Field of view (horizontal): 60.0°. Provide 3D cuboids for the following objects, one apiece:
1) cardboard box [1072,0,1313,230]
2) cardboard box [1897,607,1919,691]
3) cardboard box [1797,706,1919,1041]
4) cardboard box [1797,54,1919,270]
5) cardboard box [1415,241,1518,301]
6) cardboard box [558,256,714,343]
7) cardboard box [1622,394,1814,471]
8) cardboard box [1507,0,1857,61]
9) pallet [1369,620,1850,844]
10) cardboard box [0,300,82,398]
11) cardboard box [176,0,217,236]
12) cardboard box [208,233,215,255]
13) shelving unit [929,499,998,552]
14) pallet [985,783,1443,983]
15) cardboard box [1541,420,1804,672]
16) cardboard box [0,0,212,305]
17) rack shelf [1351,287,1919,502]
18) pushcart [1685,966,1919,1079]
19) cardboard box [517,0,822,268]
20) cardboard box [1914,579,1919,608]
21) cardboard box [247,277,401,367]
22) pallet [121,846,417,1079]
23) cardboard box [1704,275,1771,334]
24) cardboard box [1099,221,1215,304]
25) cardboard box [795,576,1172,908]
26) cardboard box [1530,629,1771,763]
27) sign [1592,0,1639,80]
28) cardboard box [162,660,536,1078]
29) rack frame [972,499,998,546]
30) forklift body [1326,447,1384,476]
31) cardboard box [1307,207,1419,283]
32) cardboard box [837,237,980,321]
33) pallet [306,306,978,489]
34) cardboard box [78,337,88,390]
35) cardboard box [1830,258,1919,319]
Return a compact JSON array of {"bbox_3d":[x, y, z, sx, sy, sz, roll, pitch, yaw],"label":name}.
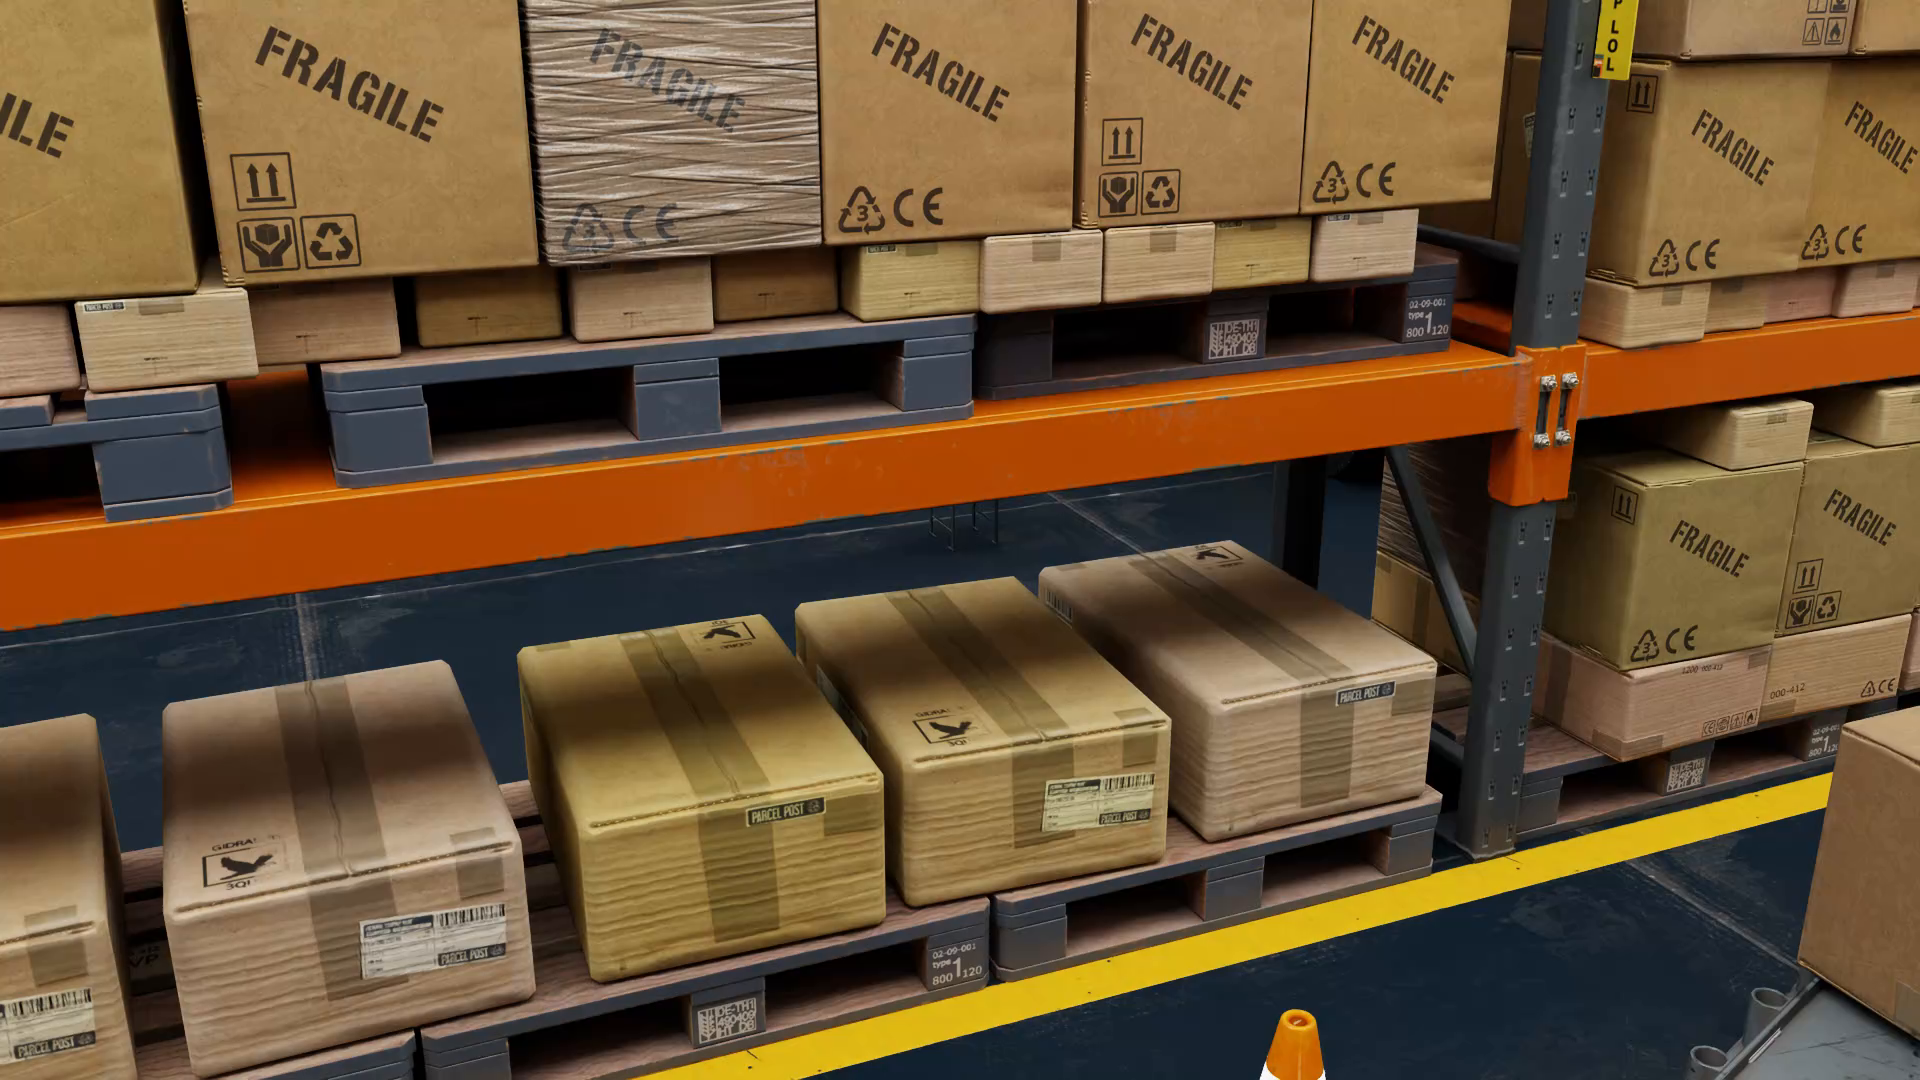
[{"bbox_3d":[0.373,-0.947,3.464,0.500,0.500,0.500,-8,21,-22],"label":"cardboard box"},{"bbox_3d":[2.781,0.202,4.940,0.500,0.250,0.500,-8,21,-23],"label":"cardboard box"},{"bbox_3d":[1.893,0.603,2.916,0.500,0.500,0.500,-8,21,-22],"label":"cardboard box"},{"bbox_3d":[2.127,-0.991,4.222,0.500,0.500,0.500,-8,21,-22],"label":"cardboard box"},{"bbox_3d":[1.335,-0.774,4.583,0.250,0.149,0.380,-8,21,-22],"label":"cardboard box"},{"bbox_3d":[-0.637,-0.495,3.157,0.250,0.149,0.380,-7,21,-20],"label":"cardboard box"},{"bbox_3d":[1.948,-0.312,4.293,0.250,0.149,0.380,-8,21,-21],"label":"cardboard box"},{"bbox_3d":[1.651,-1.408,3.902,0.500,0.500,0.700,-8,21,-22],"label":"cardboard box"},{"bbox_3d":[1.763,0.459,4.902,1.213,0.211,1.003,-8,21,-22],"label":"pallet"},{"bbox_3d":[-1.598,-0.346,2.734,0.250,0.149,0.380,-10,22,-25],"label":"cardboard box"},{"bbox_3d":[-1.272,-0.900,3.330,0.500,0.500,0.500,-10,22,-26],"label":"cardboard box"},{"bbox_3d":[-1.639,-0.561,3.344,0.250,0.149,0.380,-9,21,-24],"label":"cardboard box"},{"bbox_3d":[0.013,-0.568,6.328,0.189,1.200,0.258,-8,21,-22],"label":"shelving unit"},{"bbox_3d":[0.446,0.661,4.328,1.213,0.211,1.003,-8,21,-22],"label":"pallet"},{"bbox_3d":[1.809,-0.008,4.406,0.500,0.500,0.500,-7,21,-19],"label":"cardboard box"},{"bbox_3d":[-1.532,-0.676,2.695,0.500,0.500,0.500,-7,21,-19],"label":"cardboard box"},{"bbox_3d":[2.997,-0.681,5.024,4.000,0.370,1.077,-8,21,-22],"label":"rack shelf"},{"bbox_3d":[2.110,1.168,2.637,0.936,0.377,1.648,-17,26,-40],"label":"pushcart"},{"bbox_3d":[-0.584,-0.812,3.080,0.500,0.500,0.500,-9,21,-24],"label":"cardboard box"},{"bbox_3d":[2.773,-0.149,4.808,0.500,0.500,0.500,-7,21,-19],"label":"cardboard box"},{"bbox_3d":[-1.147,-0.431,2.976,0.250,0.149,0.380,-7,21,-19],"label":"cardboard box"},{"bbox_3d":[-1.794,0.982,3.416,1.213,0.211,1.003,-8,21,-22],"label":"pallet"},{"bbox_3d":[1.788,-0.632,4.178,0.250,0.149,0.380,-8,21,-20],"label":"cardboard box"},{"bbox_3d":[0.326,-0.611,3.487,0.250,0.149,0.380,-9,21,-23],"label":"cardboard box"},{"bbox_3d":[0.021,0.449,4.054,0.625,0.372,0.950,-7,21,-19],"label":"cardboard box"},{"bbox_3d":[1.809,0.346,4.531,0.500,0.250,0.500,-9,21,-24],"label":"cardboard box"},{"bbox_3d":[1.384,-1.135,3.485,0.005,0.325,0.100,-8,21,-22],"label":"sign"},{"bbox_3d":[-1.315,0.639,3.514,0.625,0.372,0.950,-9,21,-23],"label":"cardboard box"},{"bbox_3d":[0.097,-0.580,6.362,0.006,1.200,0.240,-8,21,-22],"label":"rack frame"},{"bbox_3d":[1.845,-1.591,7.802,1.214,2.155,2.313,-8,21,-22],"label":"forklift body"},{"bbox_3d":[0.798,-0.685,3.698,0.250,0.149,0.380,-8,21,-21],"label":"cardboard box"},{"bbox_3d":[-0.145,-0.555,3.329,0.250,0.149,0.380,-8,21,-22],"label":"cardboard box"},{"bbox_3d":[-0.711,-0.414,3.469,1.213,0.211,1.003,-8,21,-22],"label":"pallet"},{"bbox_3d":[-3.904,-0.900,7.506,0.625,0.625,0.875,-7,21,-20],"label":"cardboard box"},{"bbox_3d":[2.261,-0.698,4.366,0.250,0.149,0.380,-7,21,-20],"label":"cardboard box"}]
